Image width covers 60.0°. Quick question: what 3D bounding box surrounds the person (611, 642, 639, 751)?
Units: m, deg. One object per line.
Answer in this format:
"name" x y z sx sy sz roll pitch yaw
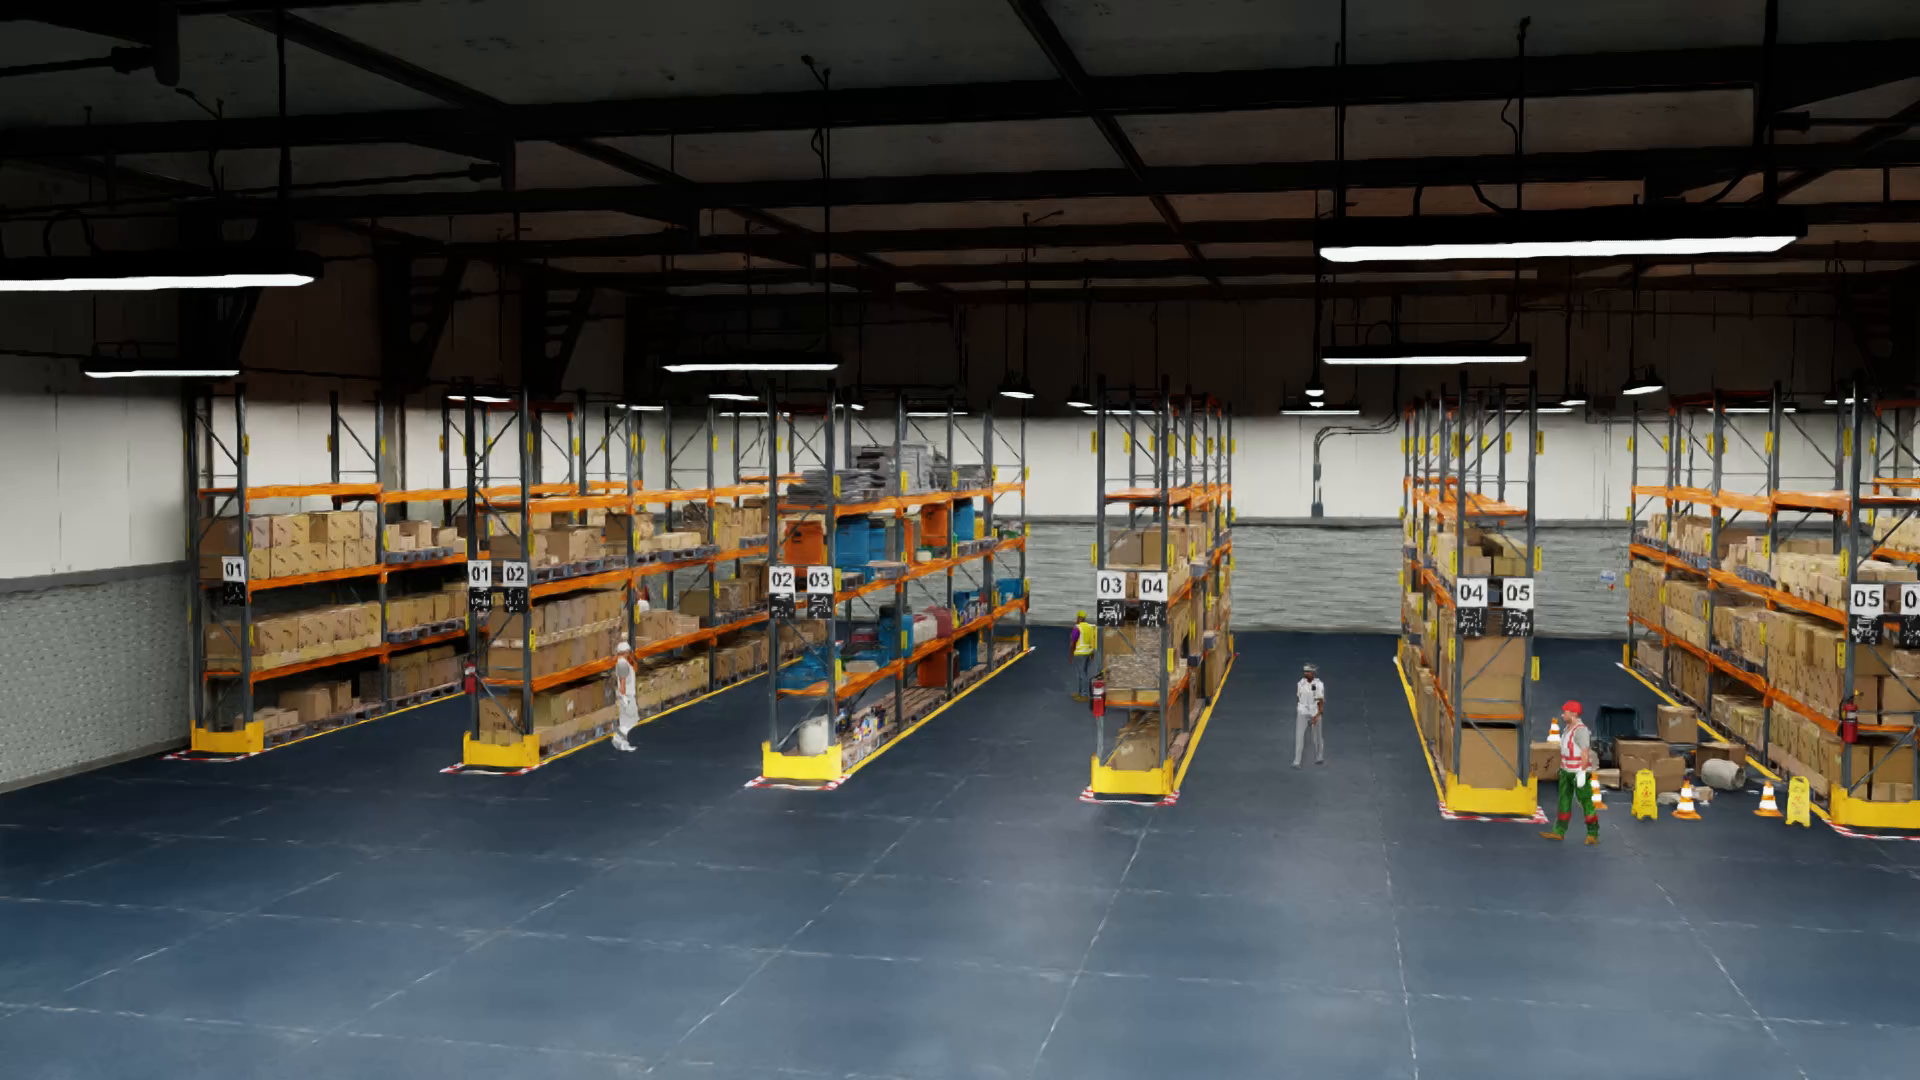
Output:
"person" -5.481 2.555 27.134 0.444 1.786 0.598 -1 3 -14

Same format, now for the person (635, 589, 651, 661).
"person" -7.328 1.970 37.890 0.600 1.725 1.111 1 3 11

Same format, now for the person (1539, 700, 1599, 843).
"person" 7.702 2.911 20.986 0.628 1.789 0.675 0 3 -7

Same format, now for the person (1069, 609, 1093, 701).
"person" 2.367 2.240 32.653 0.585 1.763 0.682 2 4 37

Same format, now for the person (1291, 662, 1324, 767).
"person" 5.435 2.696 25.834 0.443 1.621 0.939 1 4 22
